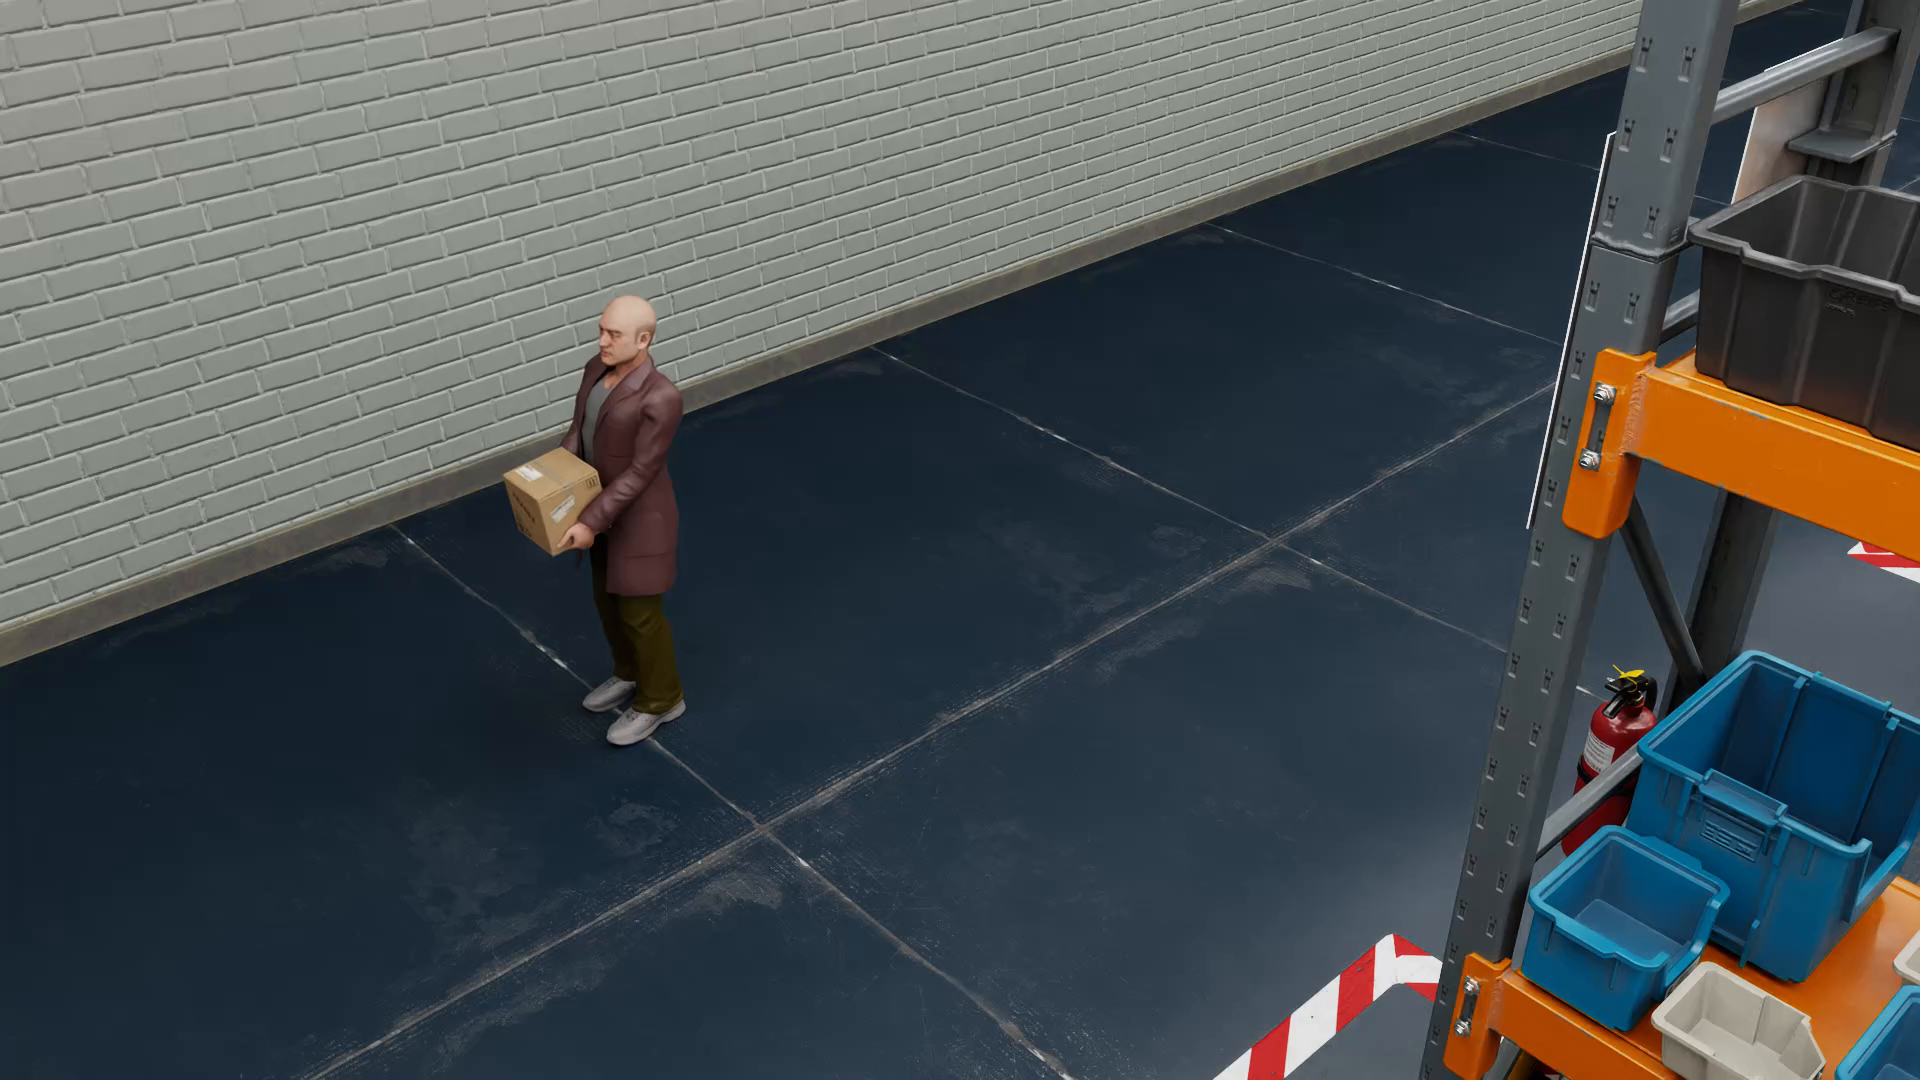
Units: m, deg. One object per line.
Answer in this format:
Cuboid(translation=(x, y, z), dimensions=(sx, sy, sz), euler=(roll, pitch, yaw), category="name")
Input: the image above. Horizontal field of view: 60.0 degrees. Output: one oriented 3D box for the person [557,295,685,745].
Cuboid(translation=(-1.317, -0.046, 6.230), dimensions=(0.555, 1.770, 0.529), euler=(-25, 39, -35), category="person")
